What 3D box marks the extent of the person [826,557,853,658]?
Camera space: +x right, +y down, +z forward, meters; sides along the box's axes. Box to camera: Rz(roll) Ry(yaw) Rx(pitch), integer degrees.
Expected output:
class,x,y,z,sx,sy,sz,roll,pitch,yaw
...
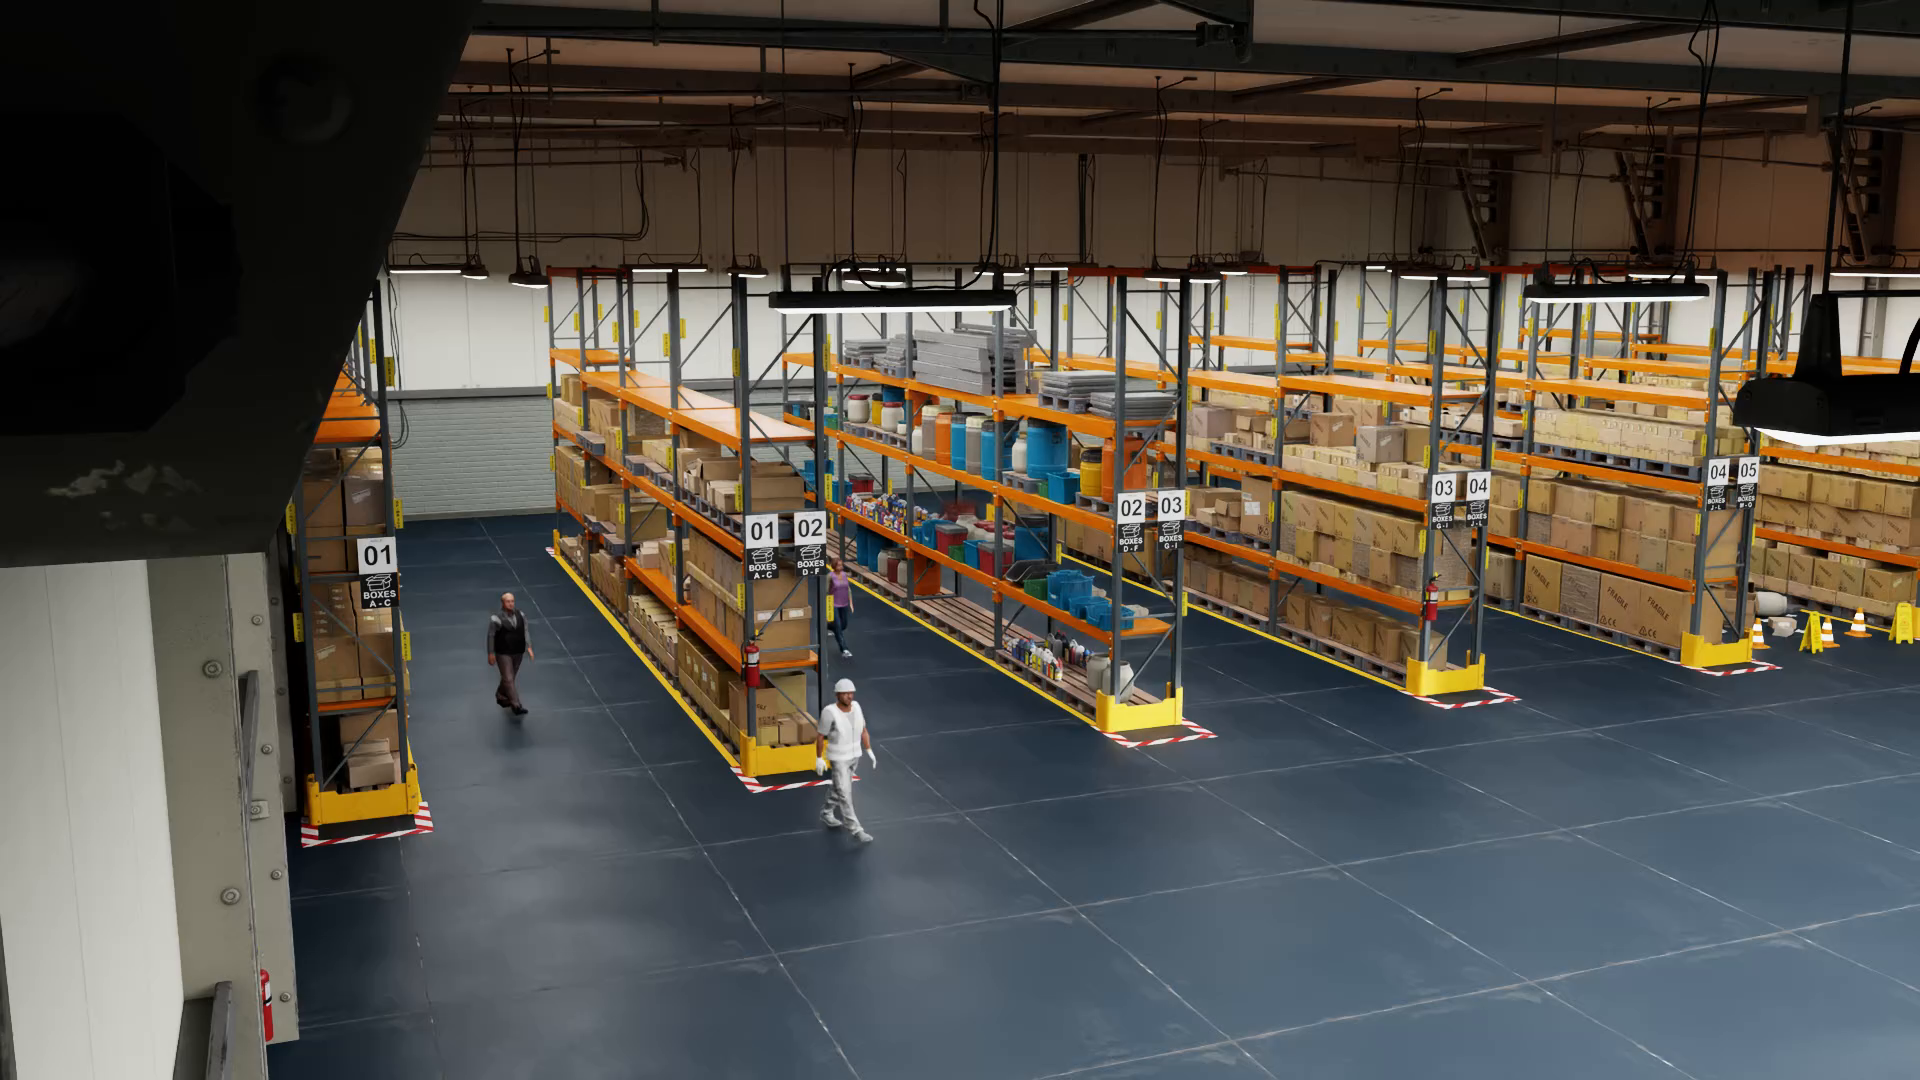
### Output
class,x,y,z,sx,sy,sz,roll,pitch,yaw
person,-1.895,1.025,26.107,0.452,1.517,0.967,-10,14,-44

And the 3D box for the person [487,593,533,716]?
class,x,y,z,sx,sy,sz,roll,pitch,yaw
person,-6.125,1.552,22.797,1.069,1.660,0.567,8,13,38

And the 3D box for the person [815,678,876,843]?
class,x,y,z,sx,sy,sz,roll,pitch,yaw
person,-1.193,2.352,18.007,1.065,1.722,0.577,8,13,39
